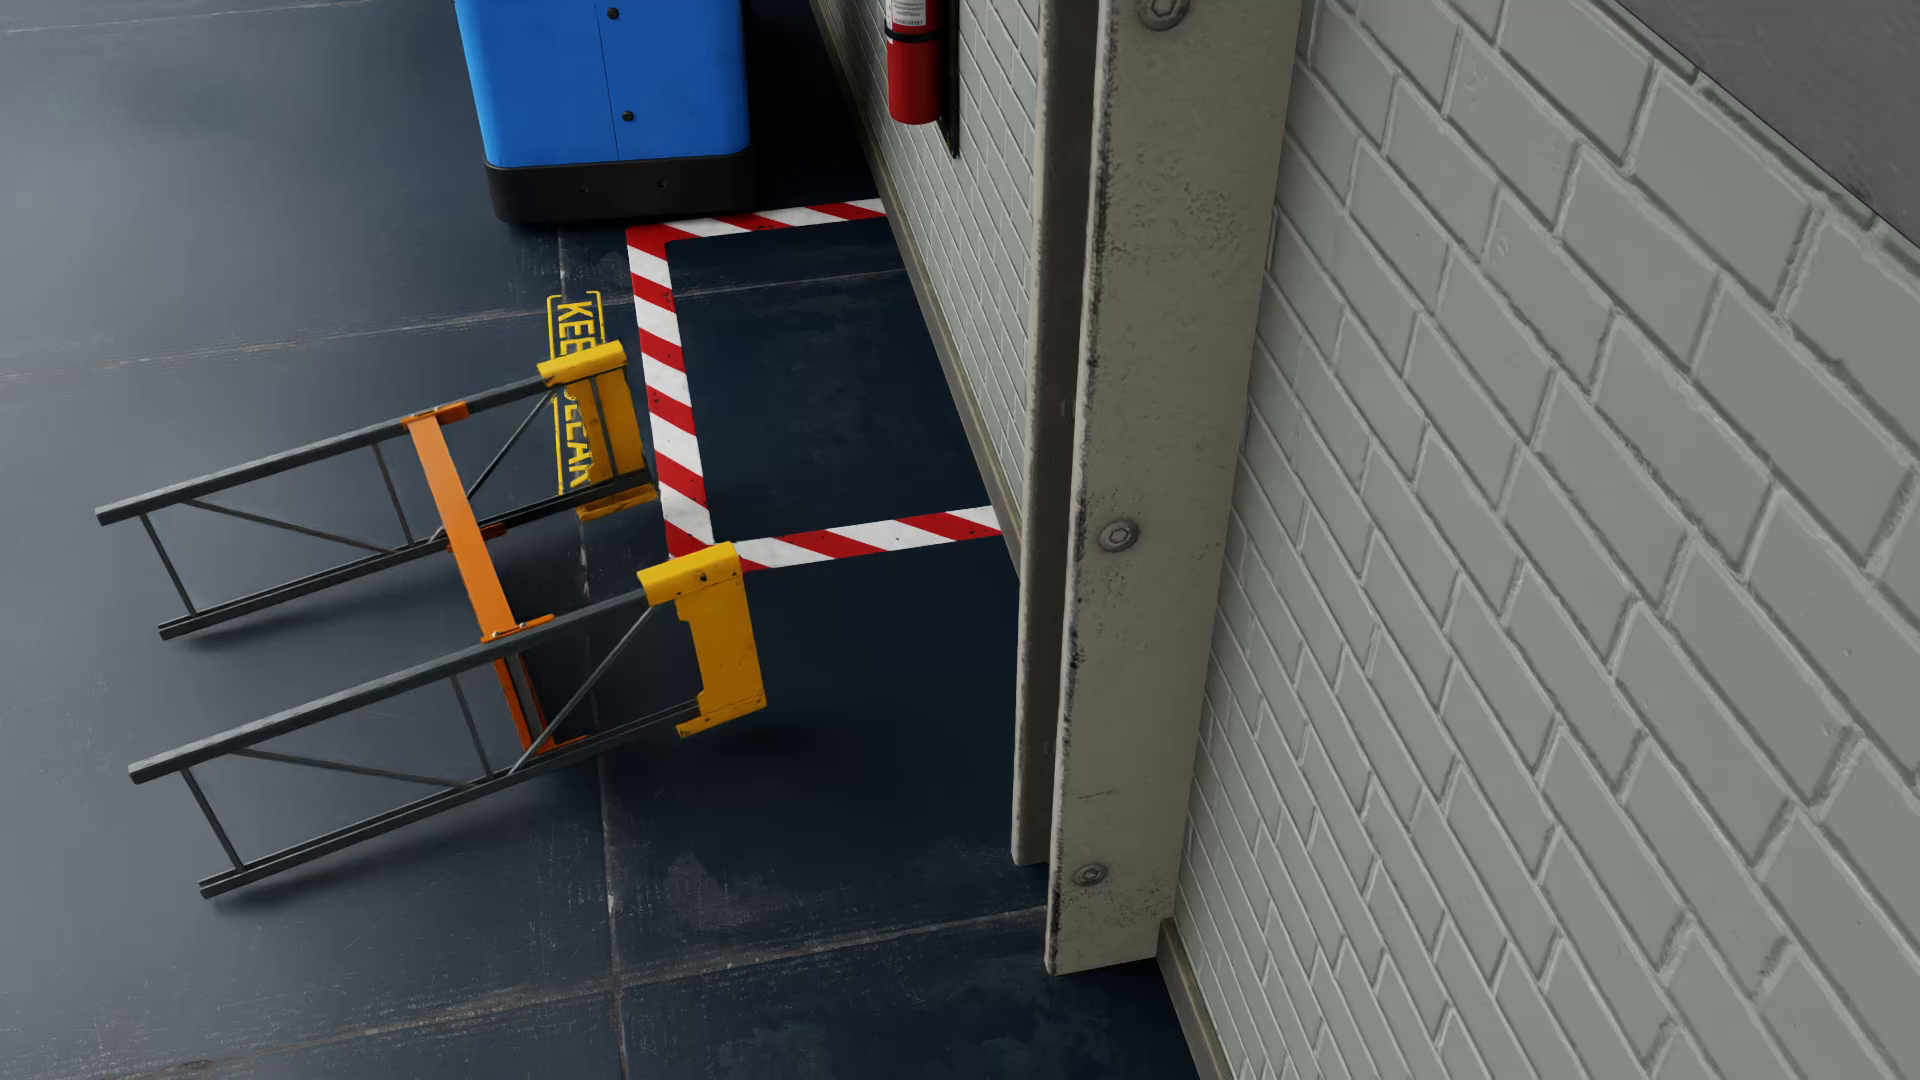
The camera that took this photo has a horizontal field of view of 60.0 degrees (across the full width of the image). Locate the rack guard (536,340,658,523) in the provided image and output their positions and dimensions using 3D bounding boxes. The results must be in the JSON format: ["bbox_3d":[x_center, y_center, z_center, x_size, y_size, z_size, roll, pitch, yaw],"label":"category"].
[{"bbox_3d":[-1.105,-0.325,5.098,0.250,0.587,0.087,-20,45,-17],"label":"rack guard"}]

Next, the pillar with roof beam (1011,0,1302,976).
[{"bbox_3d":[-3.878,-1.836,0.539,9.100,9.000,0.400,-8,42,-9],"label":"pillar with roof beam"}]

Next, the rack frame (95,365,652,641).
[{"bbox_3d":[-1.677,-0.136,4.933,1.500,0.500,0.032,-20,45,-17],"label":"rack frame"}]

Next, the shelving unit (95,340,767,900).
[{"bbox_3d":[-1.457,0.175,4.583,1.500,0.587,1.083,-20,45,-17],"label":"shelving unit"}]

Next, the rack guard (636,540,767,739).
[{"bbox_3d":[-0.679,0.273,4.425,0.250,0.587,0.087,-20,45,-17],"label":"rack guard"}]

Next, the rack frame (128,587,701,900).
[{"bbox_3d":[-1.243,0.475,4.246,1.500,0.500,0.032,-20,45,-17],"label":"rack frame"}]

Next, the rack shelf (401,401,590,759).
[{"bbox_3d":[-1.298,0.112,4.641,0.185,0.538,1.000,-20,45,-17],"label":"rack shelf"}]

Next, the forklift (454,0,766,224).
[{"bbox_3d":[-1.503,-3.318,6.780,1.130,2.935,3.031,-5,42,-5],"label":"forklift"}]

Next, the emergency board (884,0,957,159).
[{"bbox_3d":[-0.171,-1.816,5.037,0.194,1.169,0.643,-8,42,-9],"label":"emergency board"}]
